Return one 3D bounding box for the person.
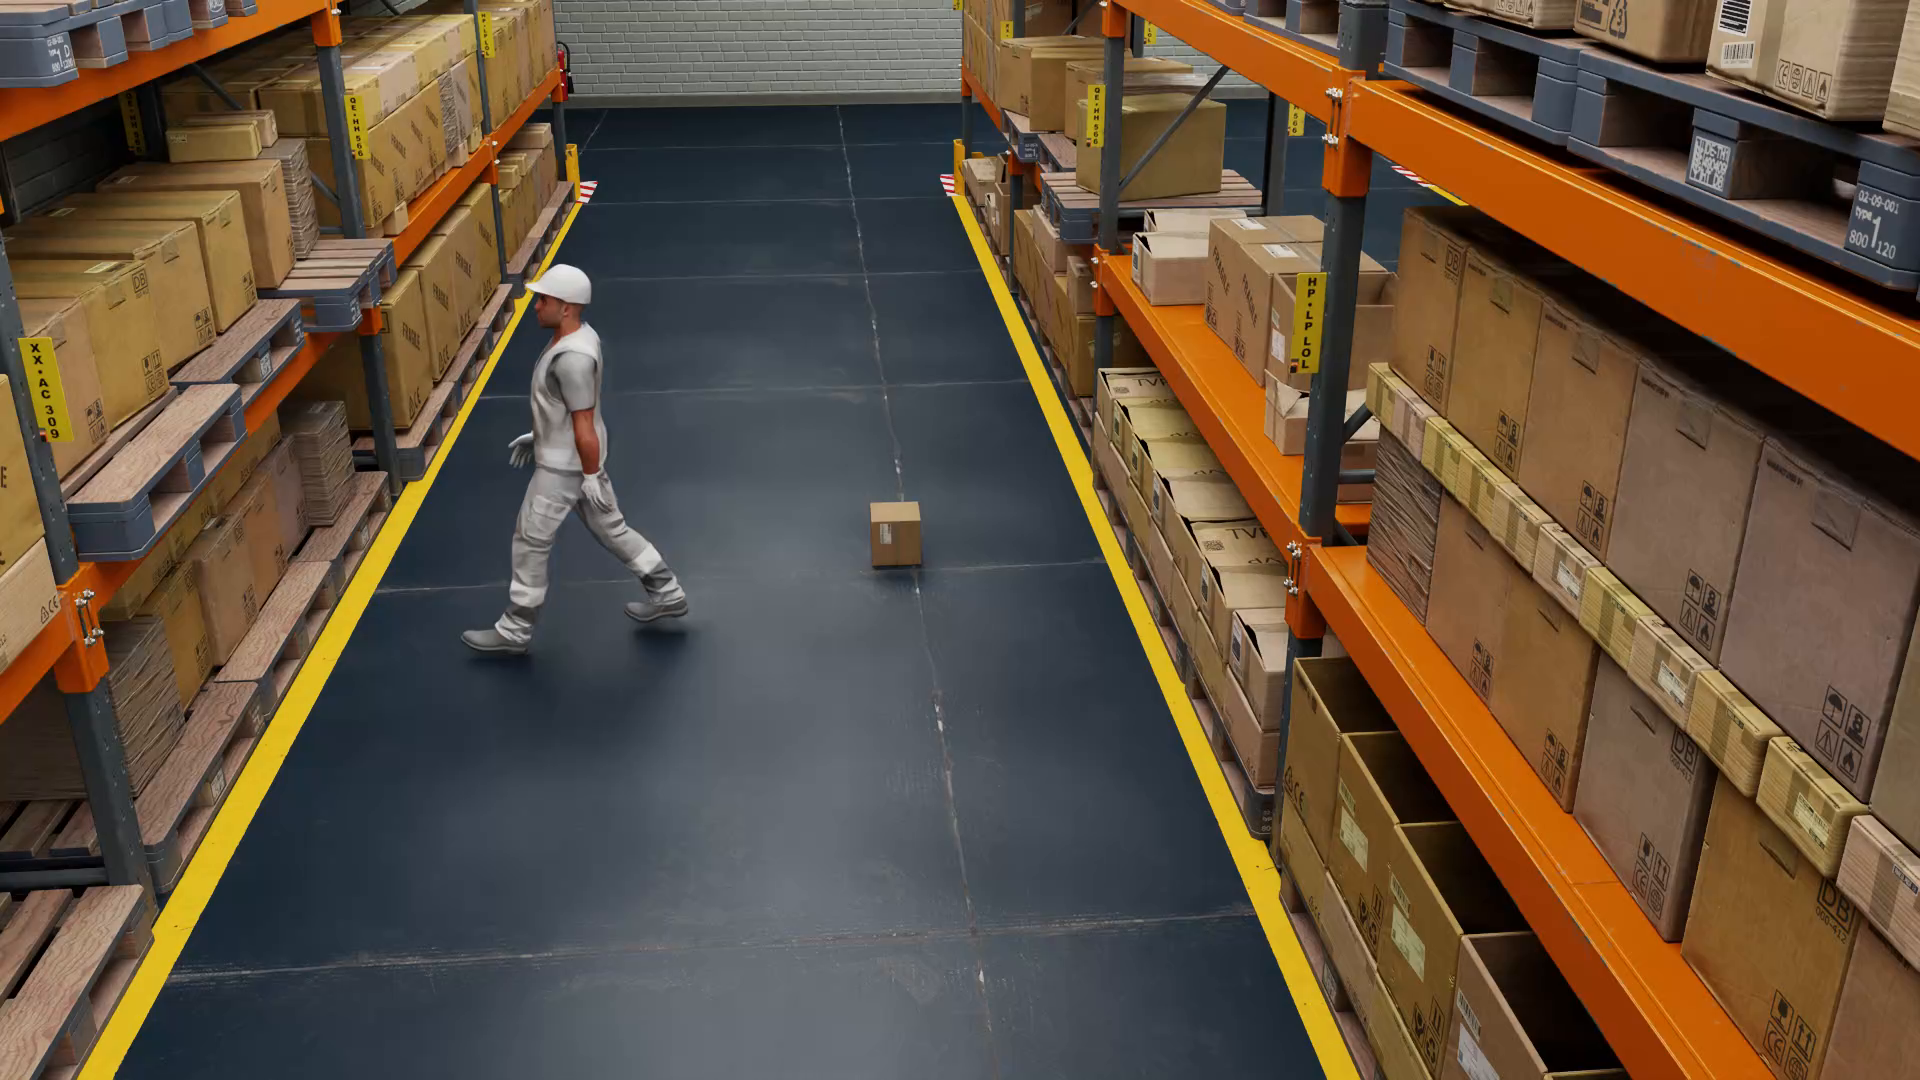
[{"bbox_3d":[-1.774,-0.359,7.404,1.009,1.748,0.544,-2,24,-4],"label":"person"}]
